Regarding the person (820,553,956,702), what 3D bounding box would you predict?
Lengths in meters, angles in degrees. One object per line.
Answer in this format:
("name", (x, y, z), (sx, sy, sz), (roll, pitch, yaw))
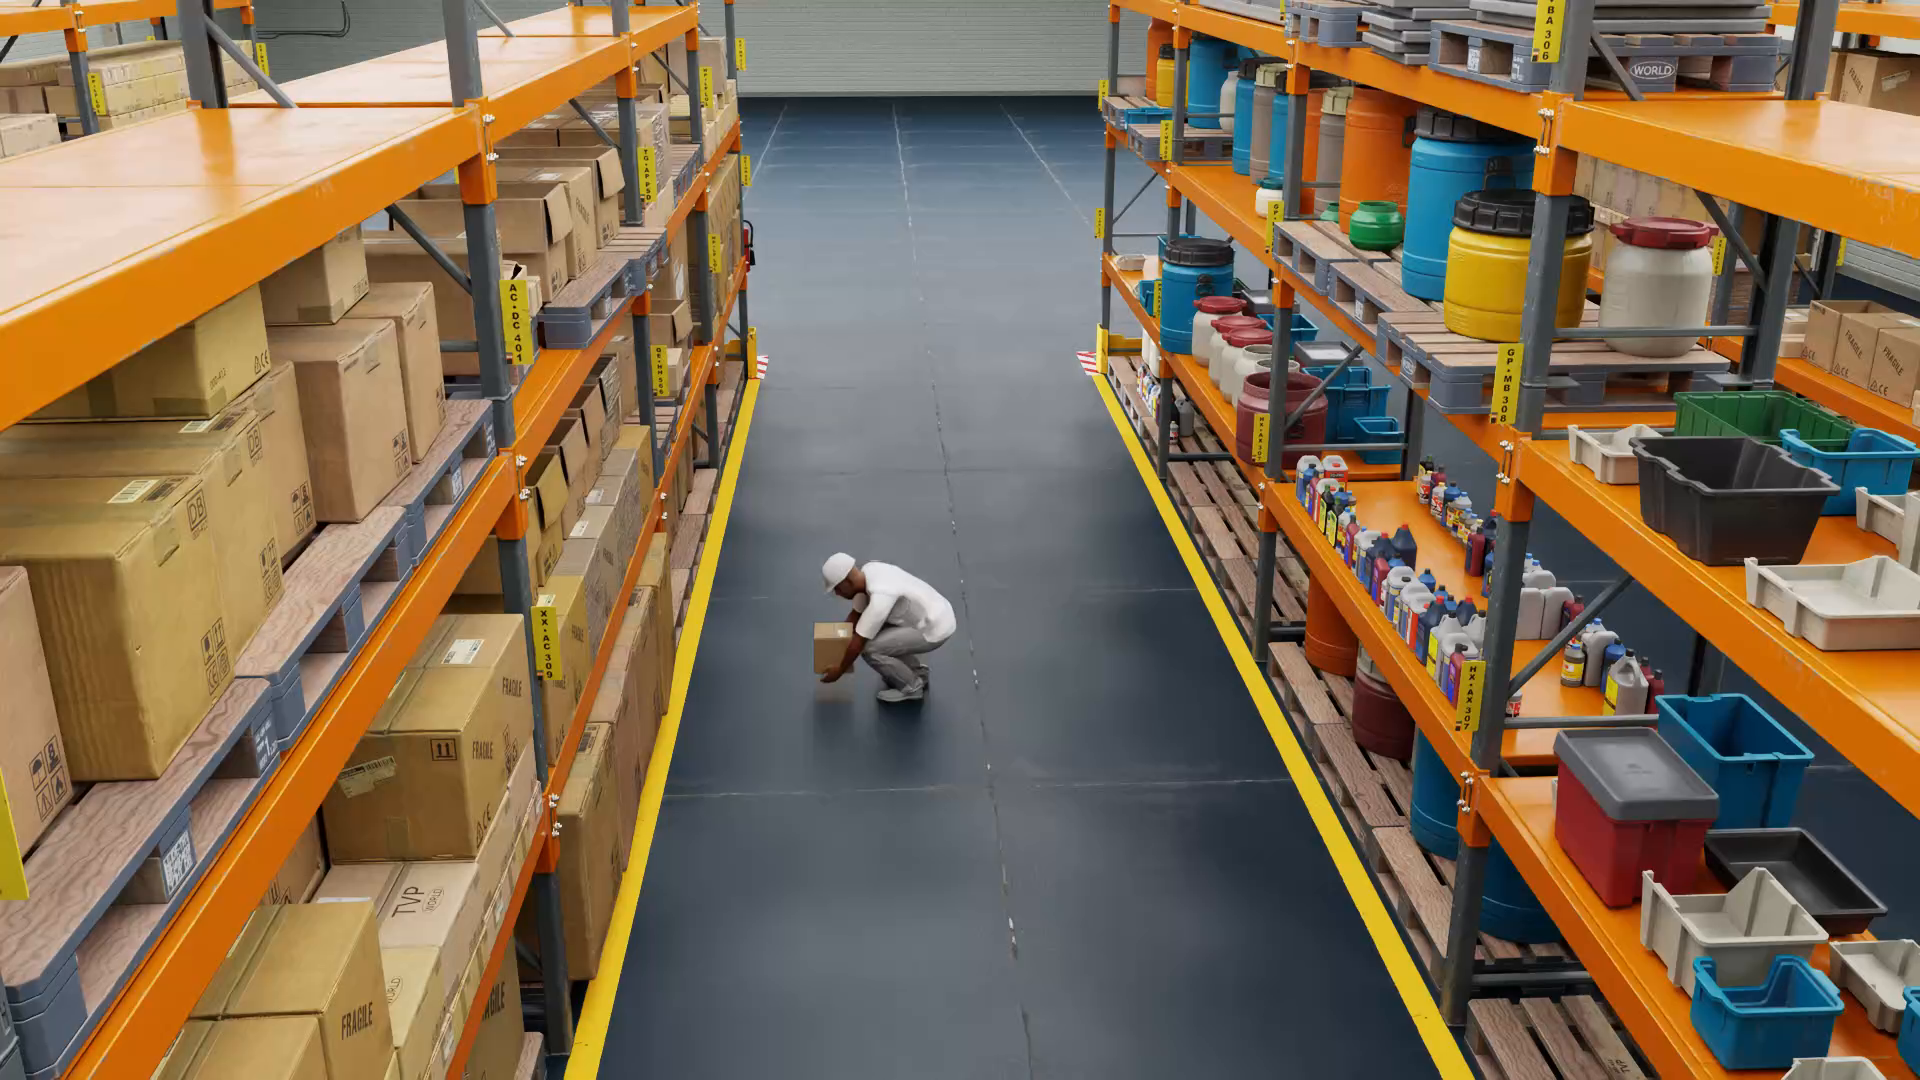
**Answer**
("person", (-0.472, 0.541, 10.691), (0.894, 1.002, 0.586), (-1, 20, -3))
